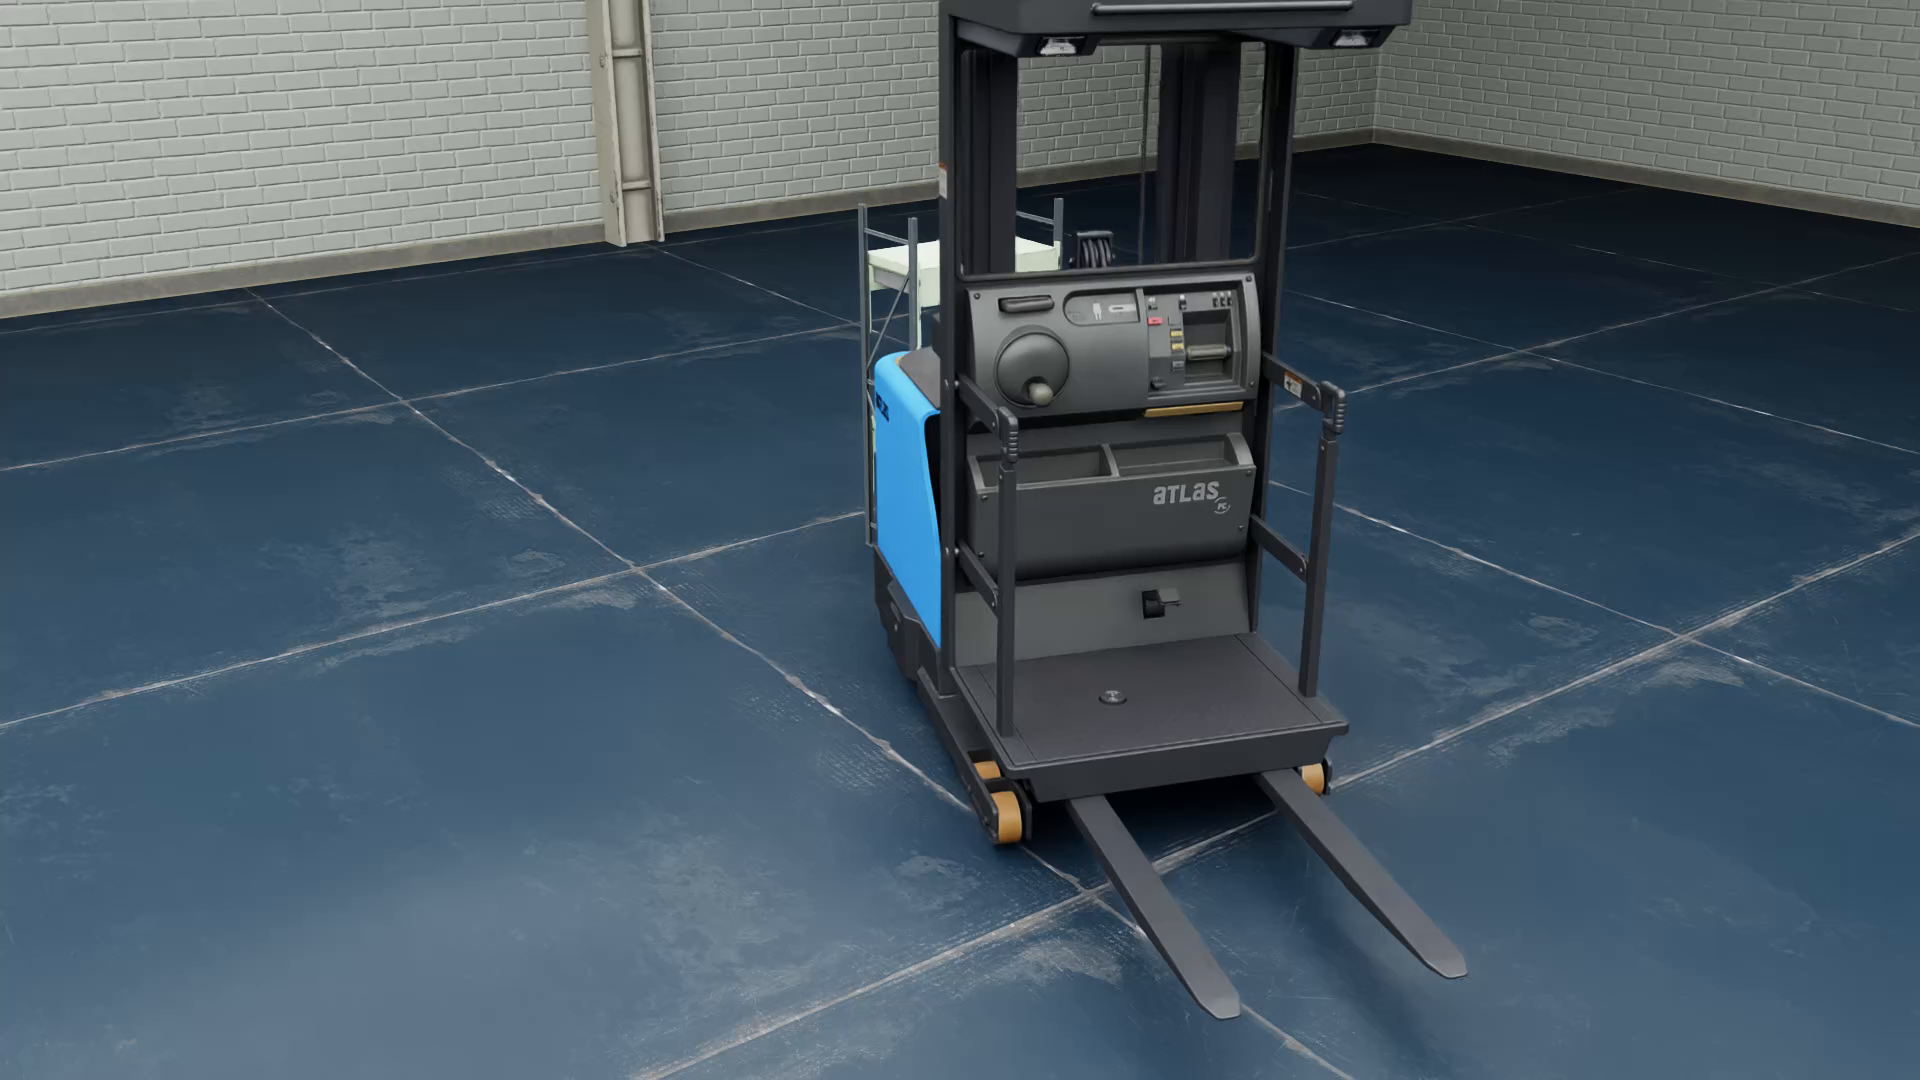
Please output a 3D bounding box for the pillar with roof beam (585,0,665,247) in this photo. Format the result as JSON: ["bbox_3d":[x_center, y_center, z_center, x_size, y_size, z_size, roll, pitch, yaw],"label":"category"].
[{"bbox_3d":[-0.122,-5.311,8.565,0.400,9.000,9.100,-15,26,-33],"label":"pillar with roof beam"}]

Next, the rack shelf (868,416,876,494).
[{"bbox_3d":[0.005,-0.395,7.243,0.720,0.370,0.431,-15,26,-33],"label":"rack shelf"}]

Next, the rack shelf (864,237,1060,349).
[{"bbox_3d":[0.005,-1.061,6.977,0.720,0.370,0.431,-15,26,-33],"label":"rack shelf"}]

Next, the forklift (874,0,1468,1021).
[{"bbox_3d":[0.541,-0.591,4.923,1.130,2.935,3.031,-6,22,-14],"label":"forklift"}]

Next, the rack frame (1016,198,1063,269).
[{"bbox_3d":[0.303,-0.777,7.321,0.023,1.500,0.400,-15,26,-33],"label":"rack frame"}]

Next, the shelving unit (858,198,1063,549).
[{"bbox_3d":[0.005,-0.698,7.122,0.755,1.500,0.431,-15,26,-33],"label":"shelving unit"}]

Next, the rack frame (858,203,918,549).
[{"bbox_3d":[-0.292,-0.619,6.924,0.023,1.500,0.400,-15,26,-33],"label":"rack frame"}]
